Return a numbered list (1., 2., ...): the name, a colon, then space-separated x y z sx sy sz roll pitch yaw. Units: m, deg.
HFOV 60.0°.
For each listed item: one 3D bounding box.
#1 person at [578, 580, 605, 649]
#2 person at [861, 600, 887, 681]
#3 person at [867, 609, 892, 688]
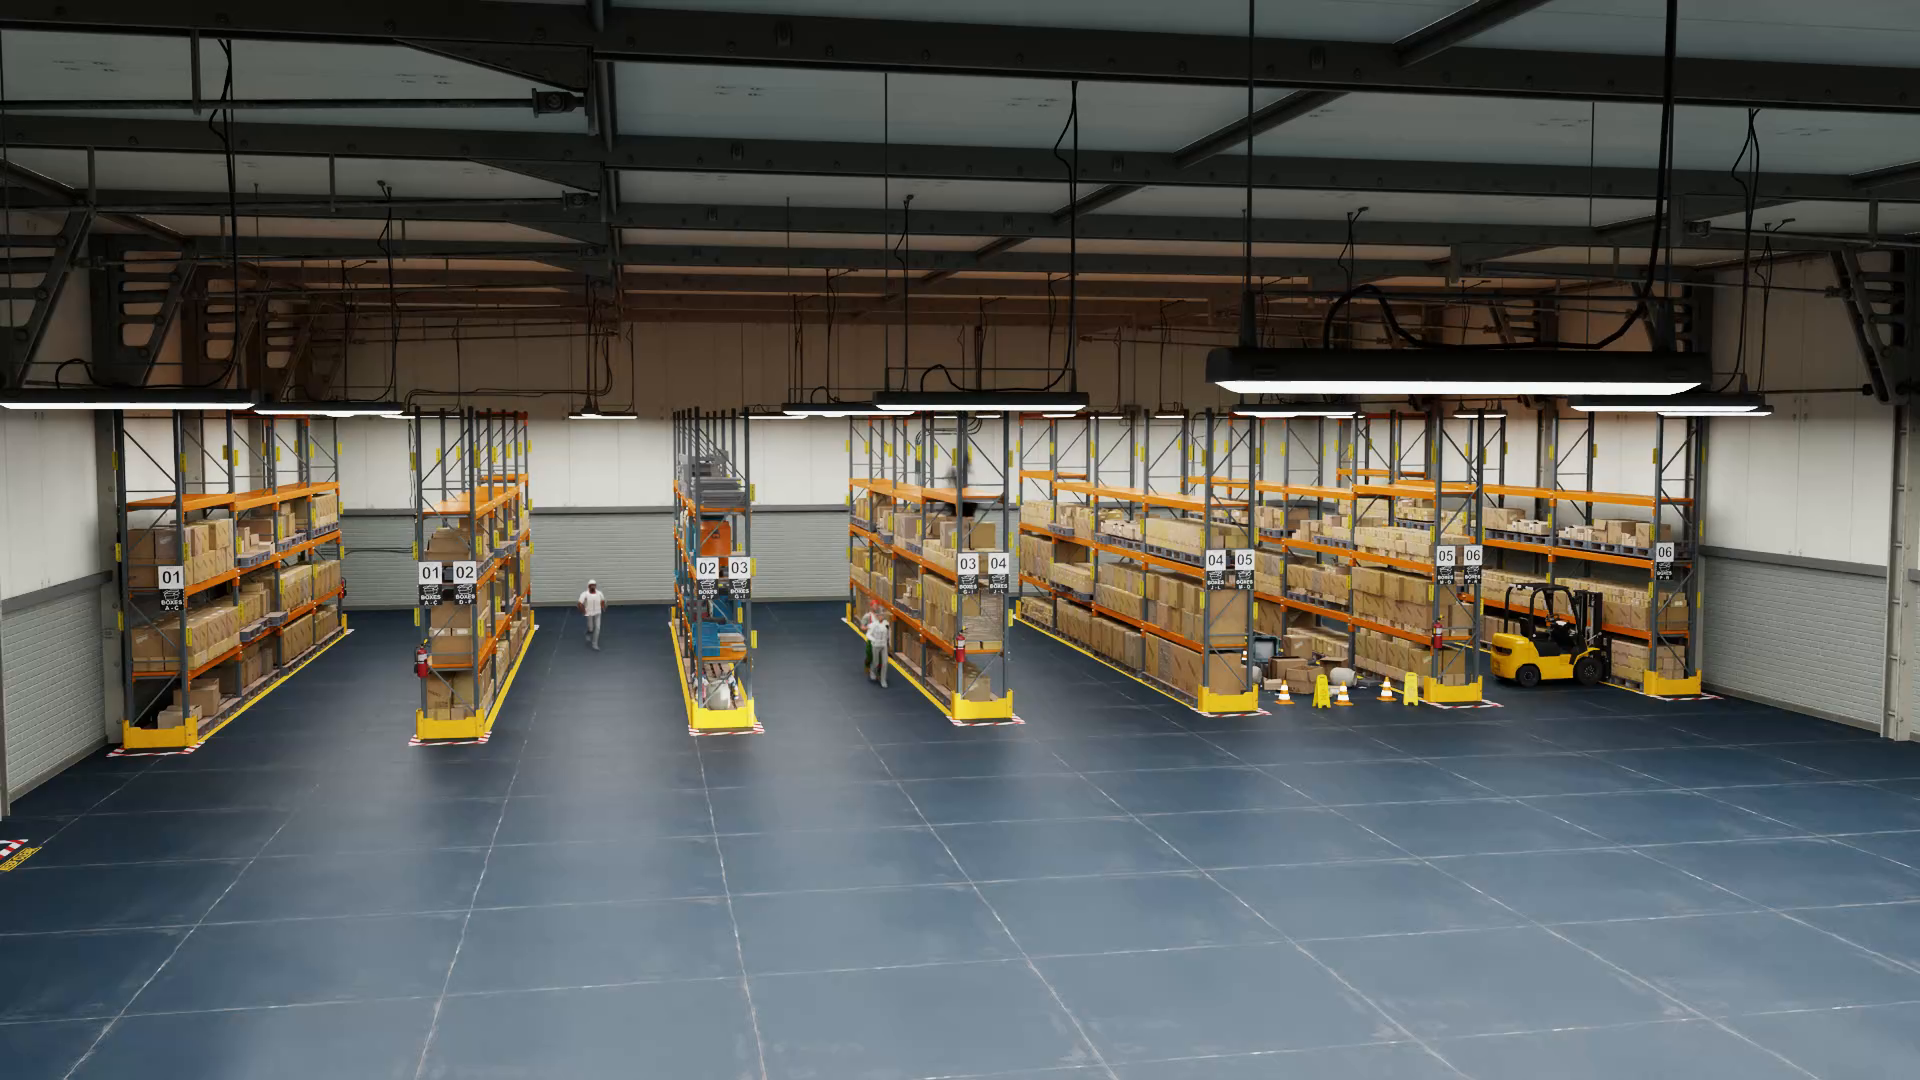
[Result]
1. person: -9.291 1.872 42.086 0.699 1.738 0.758 -2 5 -27
2. person: -1.881 2.206 36.863 0.666 1.768 0.957 -1 4 -18
3. person: -1.754 2.319 36.171 0.602 1.688 0.880 -1 4 -17
